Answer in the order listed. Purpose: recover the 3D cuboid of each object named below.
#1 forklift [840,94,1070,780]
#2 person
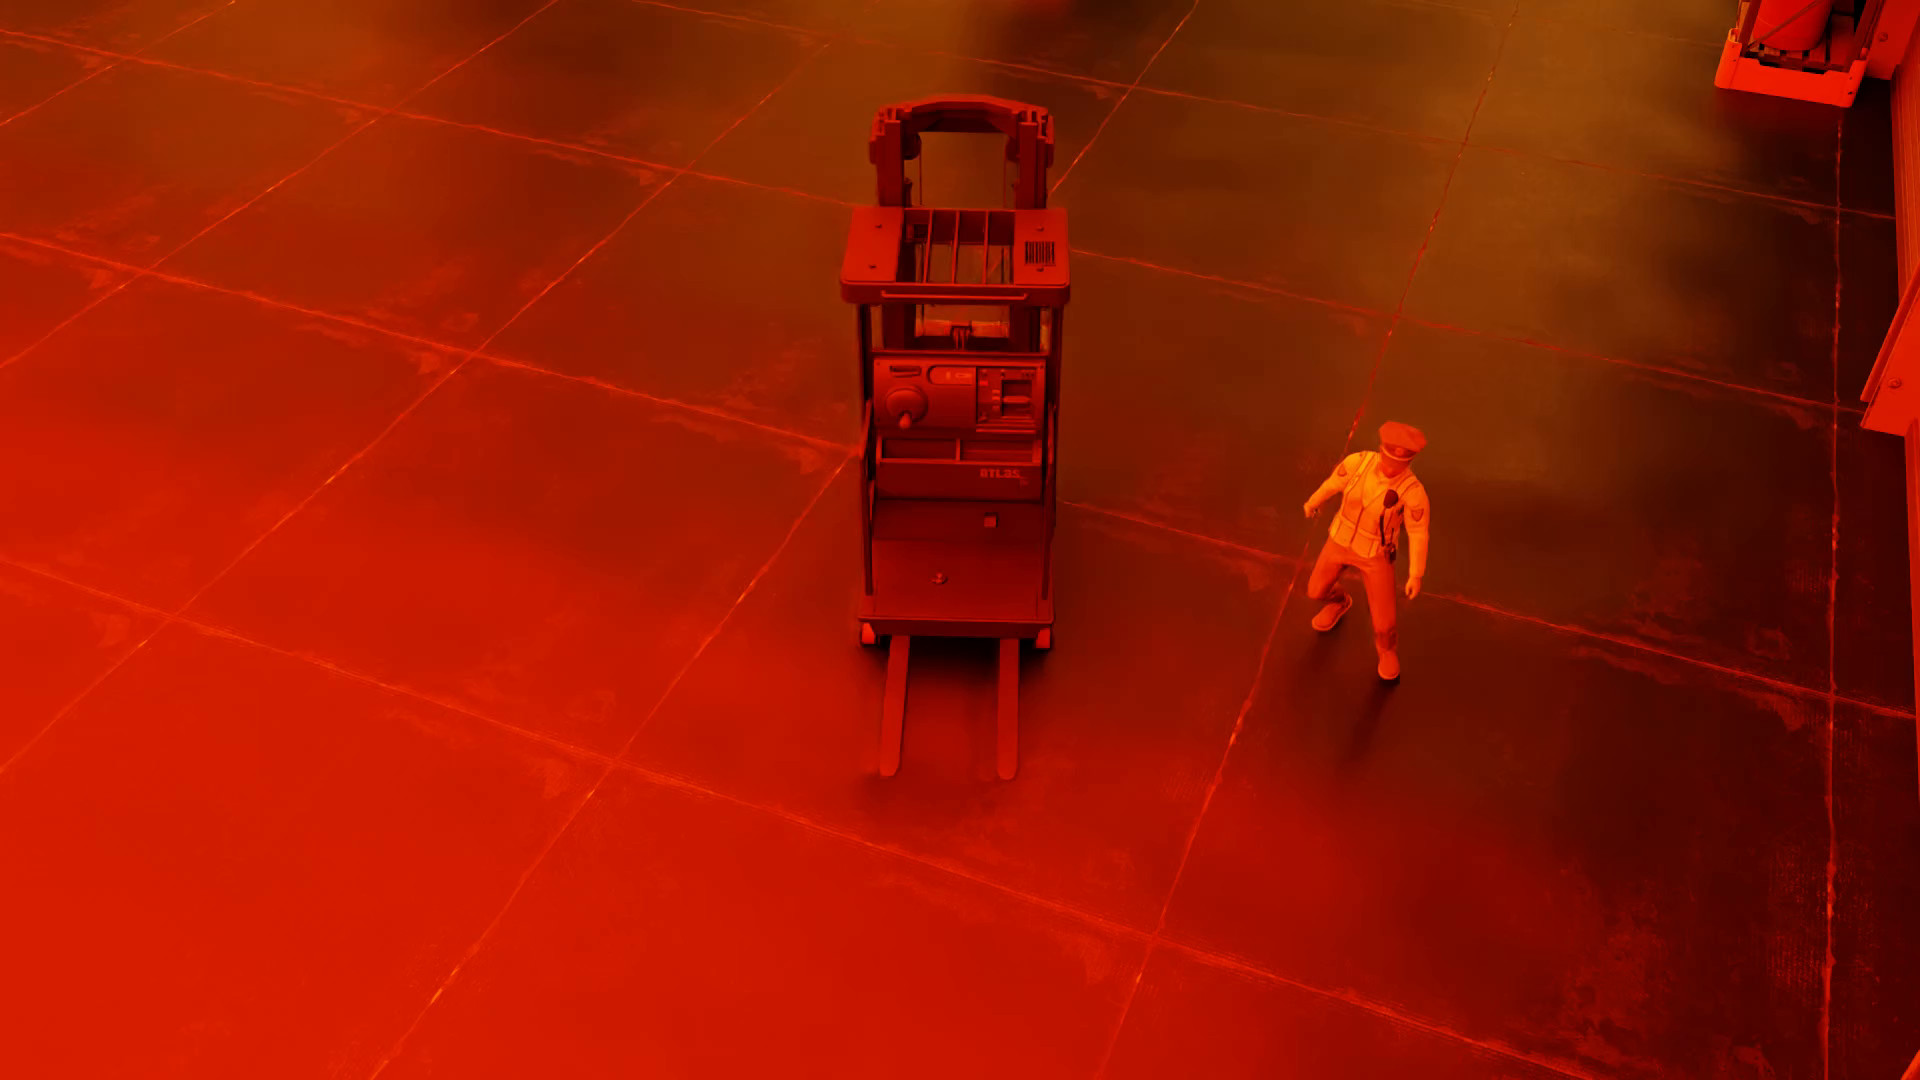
[{"bbox_3d":[-0.009,-0.710,8.855,1.130,2.935,3.031,1,40,2],"label":"forklift"},{"bbox_3d":[2.205,-0.029,9.047,0.796,1.580,0.449,31,49,32],"label":"person"}]
